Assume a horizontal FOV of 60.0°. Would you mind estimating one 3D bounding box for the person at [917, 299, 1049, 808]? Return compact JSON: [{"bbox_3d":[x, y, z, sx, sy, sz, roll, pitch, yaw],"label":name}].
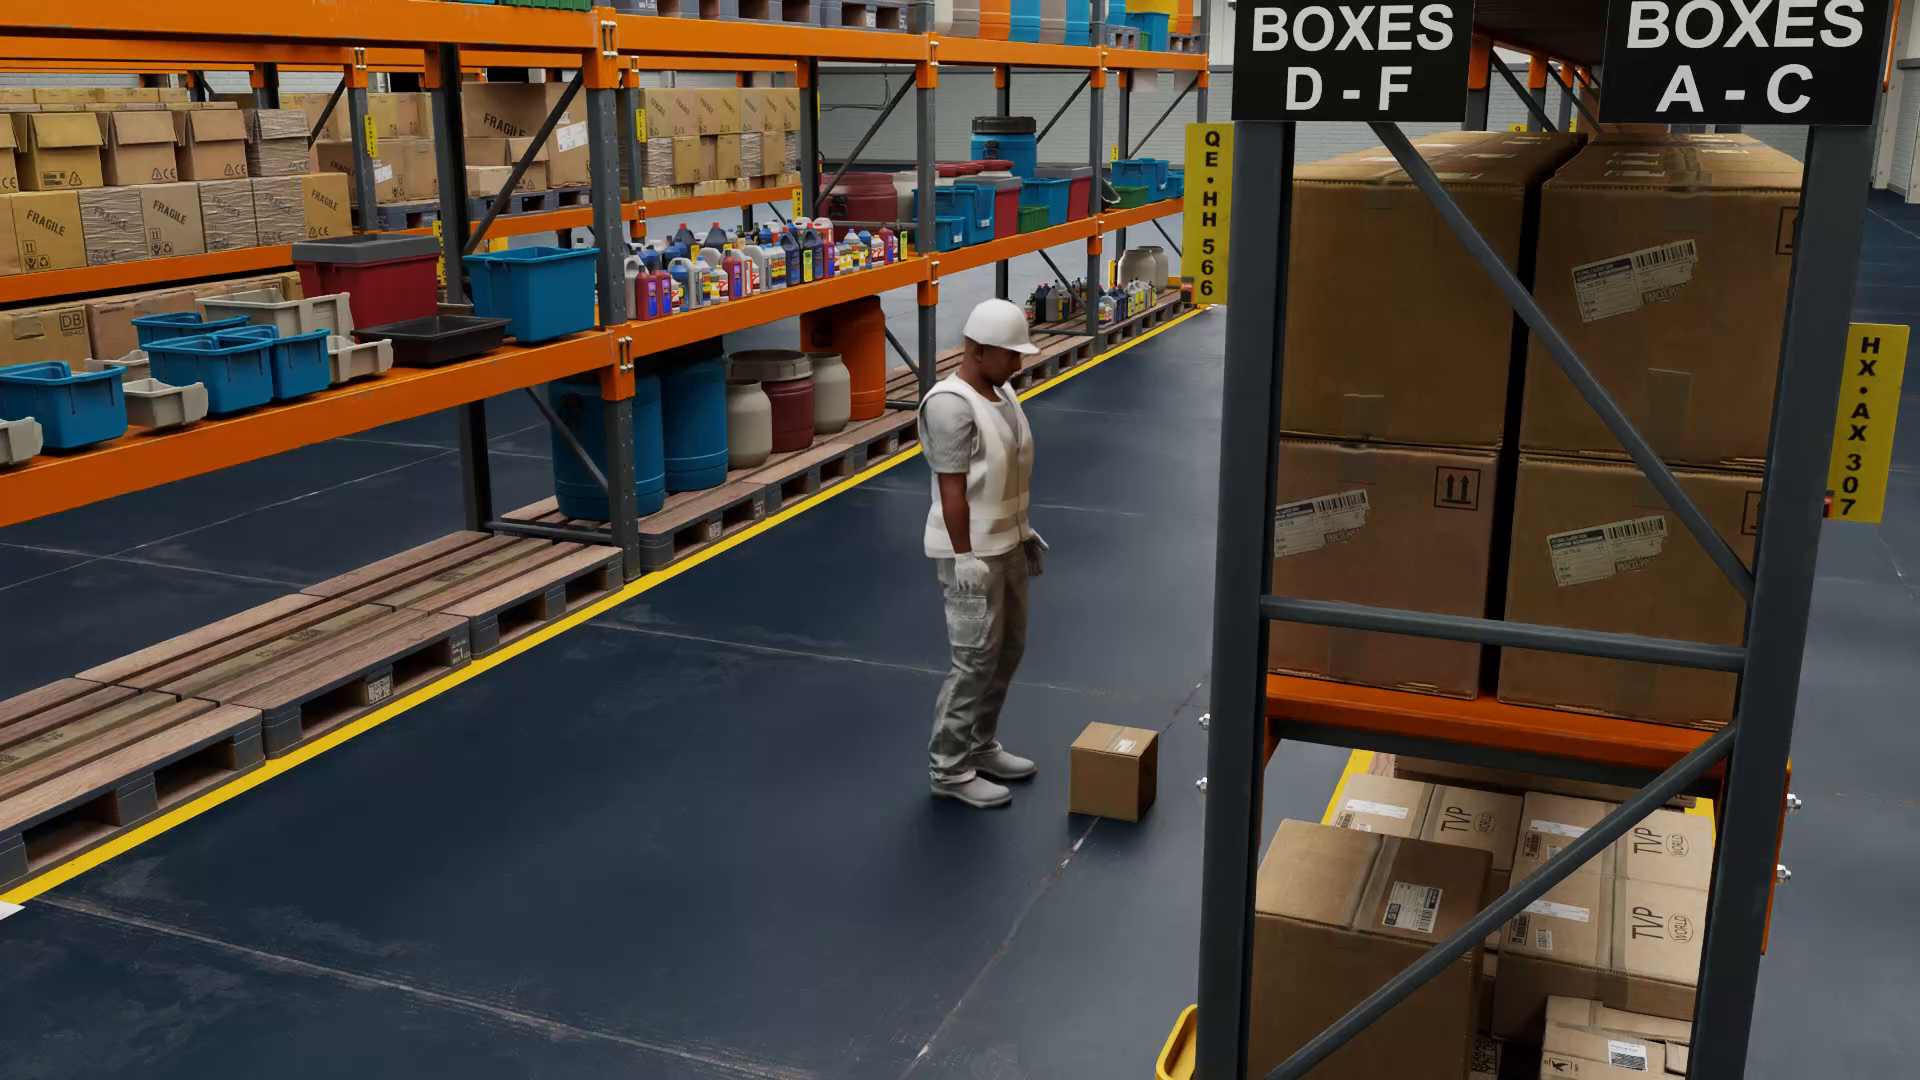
[{"bbox_3d":[0.087,0.034,5.885,0.373,1.771,0.553,6,16,22],"label":"person"}]
